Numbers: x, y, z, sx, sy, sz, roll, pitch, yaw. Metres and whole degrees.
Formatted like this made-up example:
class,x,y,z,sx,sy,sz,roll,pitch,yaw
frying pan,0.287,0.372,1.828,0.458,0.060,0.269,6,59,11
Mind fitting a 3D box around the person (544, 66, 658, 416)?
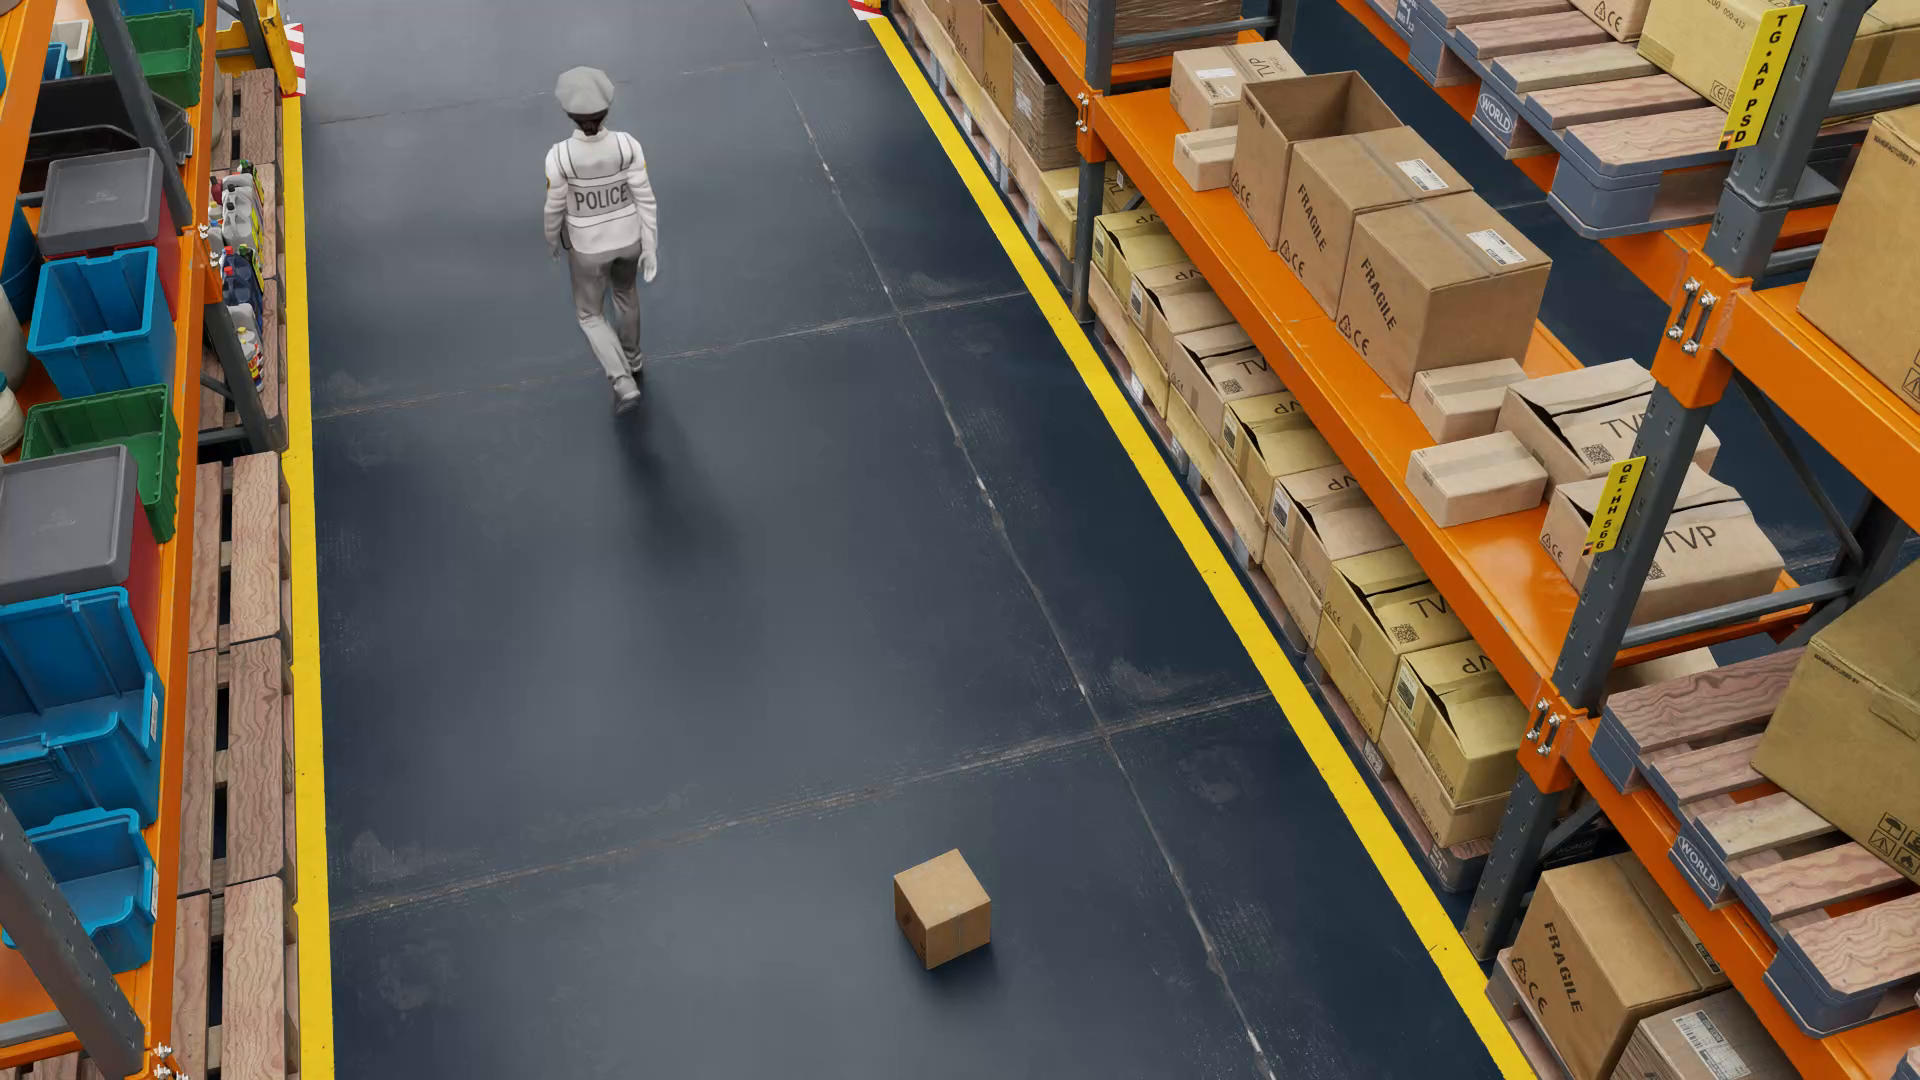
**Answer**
class,x,y,z,sx,sy,sz,roll,pitch,yaw
person,-1.615,-1.350,7.592,0.483,1.657,0.789,-19,46,-20
